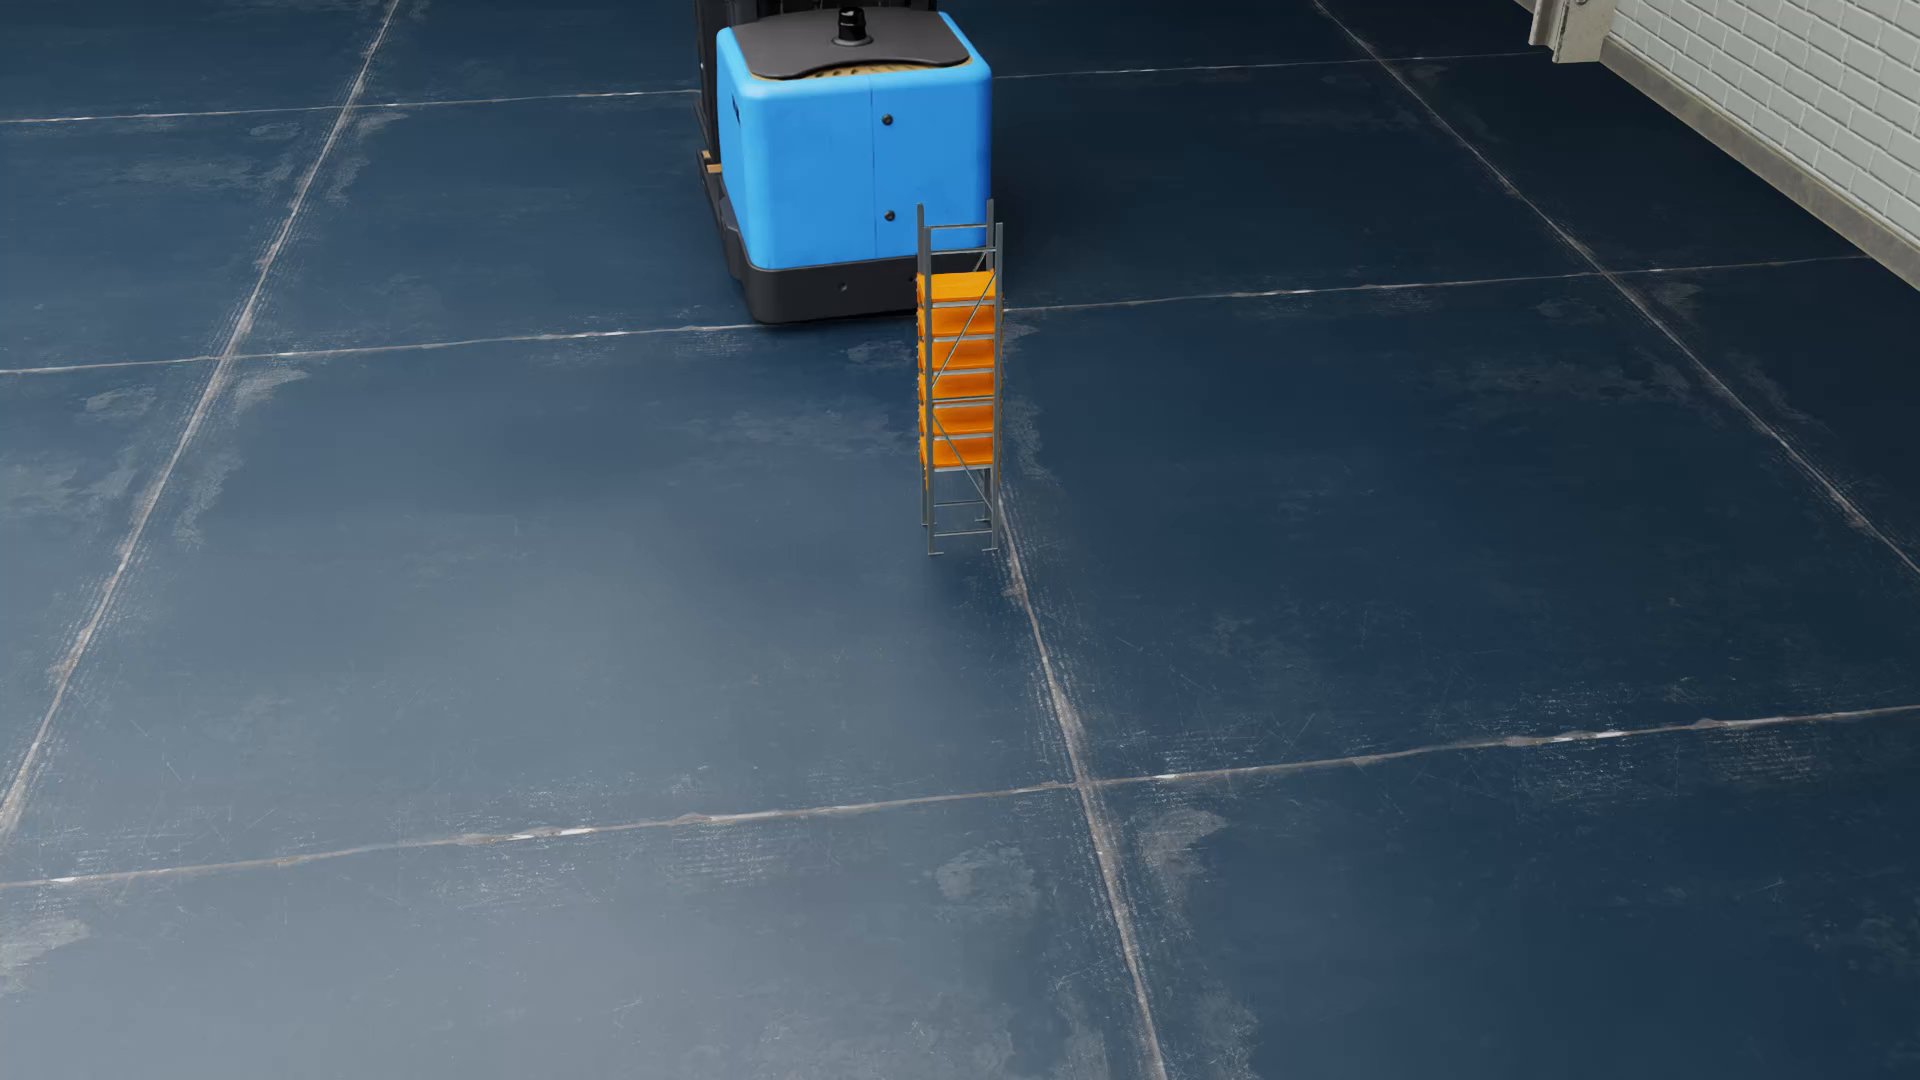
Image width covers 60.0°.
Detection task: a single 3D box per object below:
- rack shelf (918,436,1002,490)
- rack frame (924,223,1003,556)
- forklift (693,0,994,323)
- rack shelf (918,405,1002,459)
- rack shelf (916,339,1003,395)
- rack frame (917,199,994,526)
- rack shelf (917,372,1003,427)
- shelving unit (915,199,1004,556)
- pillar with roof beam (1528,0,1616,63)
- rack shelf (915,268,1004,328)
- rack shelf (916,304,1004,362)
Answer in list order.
[{"bbox_3d":[-0.002,-0.269,5.584,0.258,0.103,0.180,-4,35,-6],"label":"rack shelf"},{"bbox_3d":[0.010,-0.453,5.349,0.240,1.200,0.006,-4,35,-6],"label":"rack frame"},{"bbox_3d":[-0.704,-2.943,7.467,1.130,2.935,3.031,-8,35,-11],"label":"forklift"},{"bbox_3d":[-0.002,-0.368,5.517,0.258,0.103,0.180,-4,35,-6],"label":"rack shelf"},{"bbox_3d":[-0.002,-0.566,5.381,0.258,0.103,0.180,-4,35,-6],"label":"rack shelf"},{"bbox_3d":[-0.014,-0.555,5.499,0.240,1.200,0.006,-4,35,-6],"label":"rack frame"},{"bbox_3d":[-0.002,-0.467,5.449,0.258,0.103,0.180,-4,35,-6],"label":"rack shelf"},{"bbox_3d":[-0.002,-0.504,5.424,0.258,1.200,0.189,-4,35,-6],"label":"shelving unit"},{"bbox_3d":[-0.584,-6.362,7.095,9.100,9.000,0.400,-4,35,-6],"label":"pillar with roof beam"},{"bbox_3d":[-0.002,-0.765,5.246,0.258,0.103,0.180,-4,35,-6],"label":"rack shelf"},{"bbox_3d":[-0.002,-0.665,5.314,0.258,0.103,0.180,-4,35,-6],"label":"rack shelf"}]
